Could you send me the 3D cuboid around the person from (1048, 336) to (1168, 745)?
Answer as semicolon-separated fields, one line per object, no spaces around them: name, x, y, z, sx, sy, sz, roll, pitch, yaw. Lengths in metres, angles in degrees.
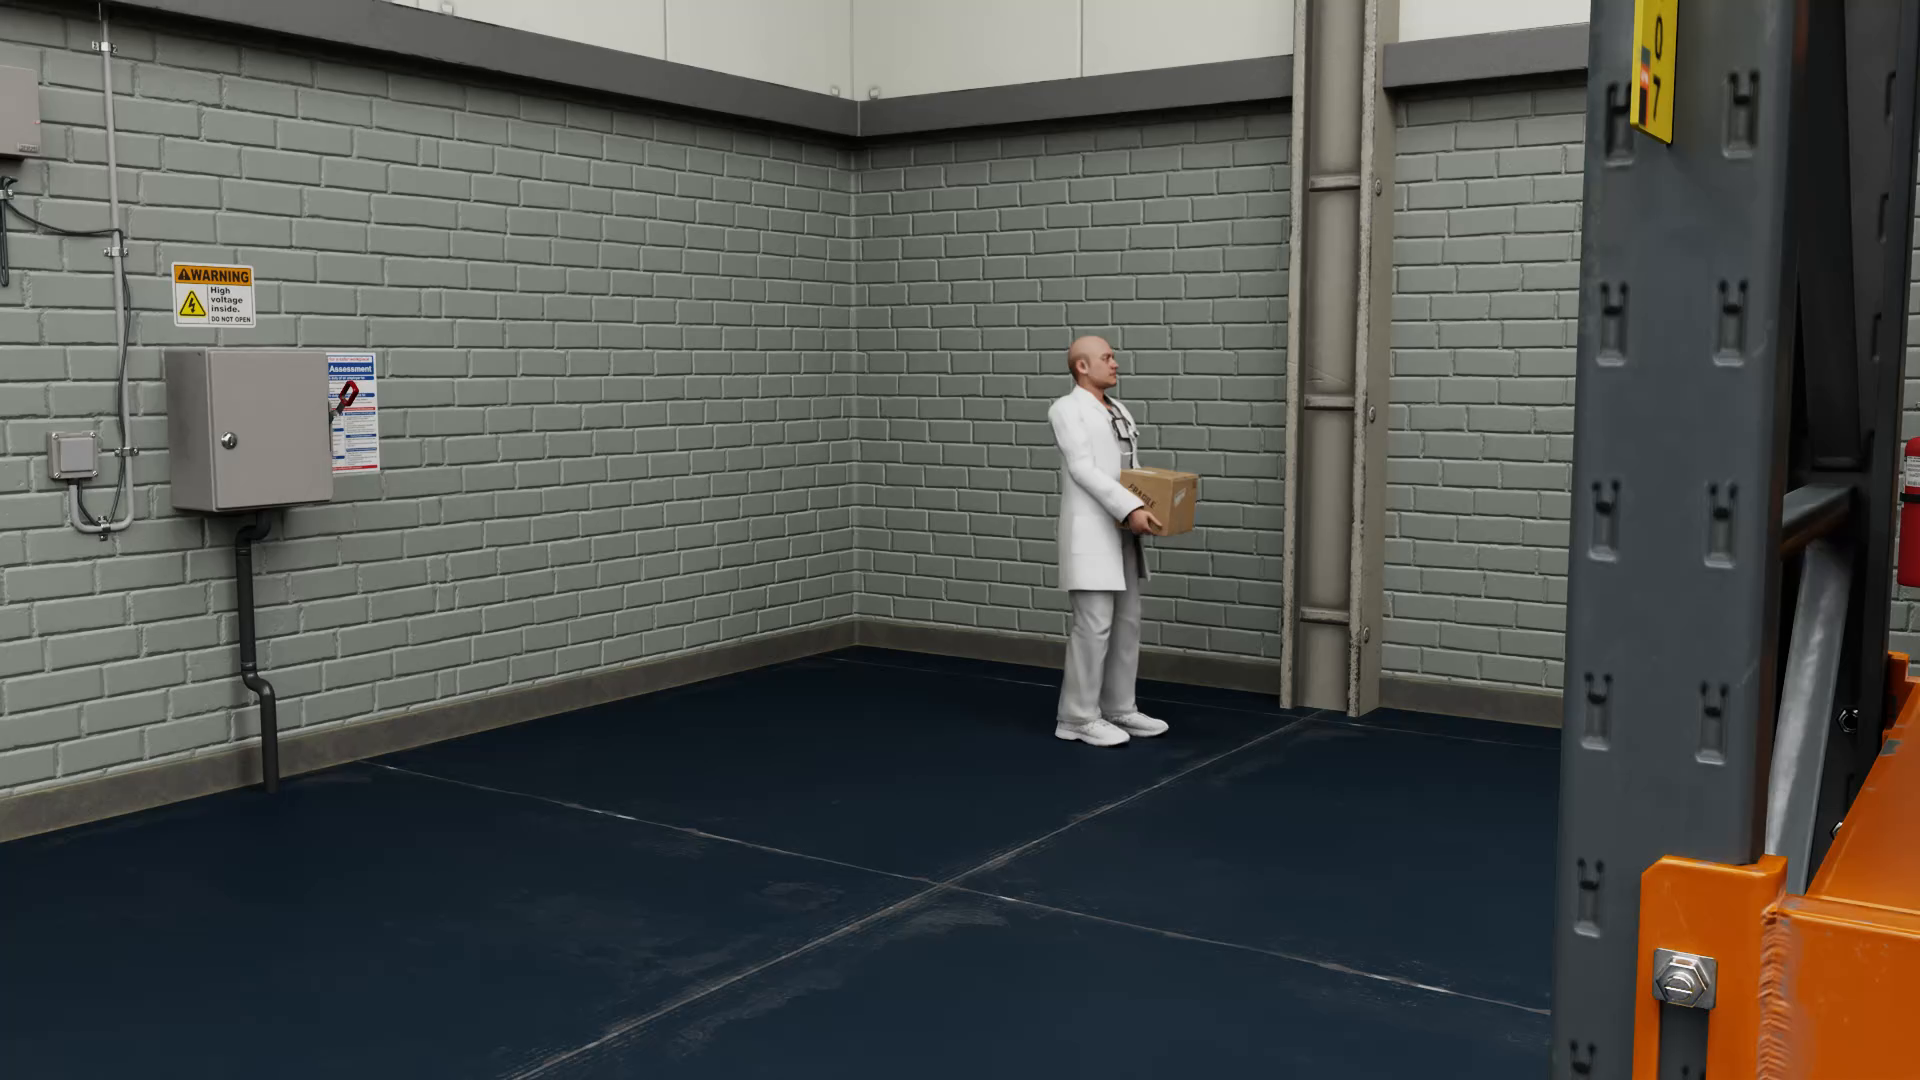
person;0.703;-0.004;7.301;0.554;1.773;0.532;4;7;33
